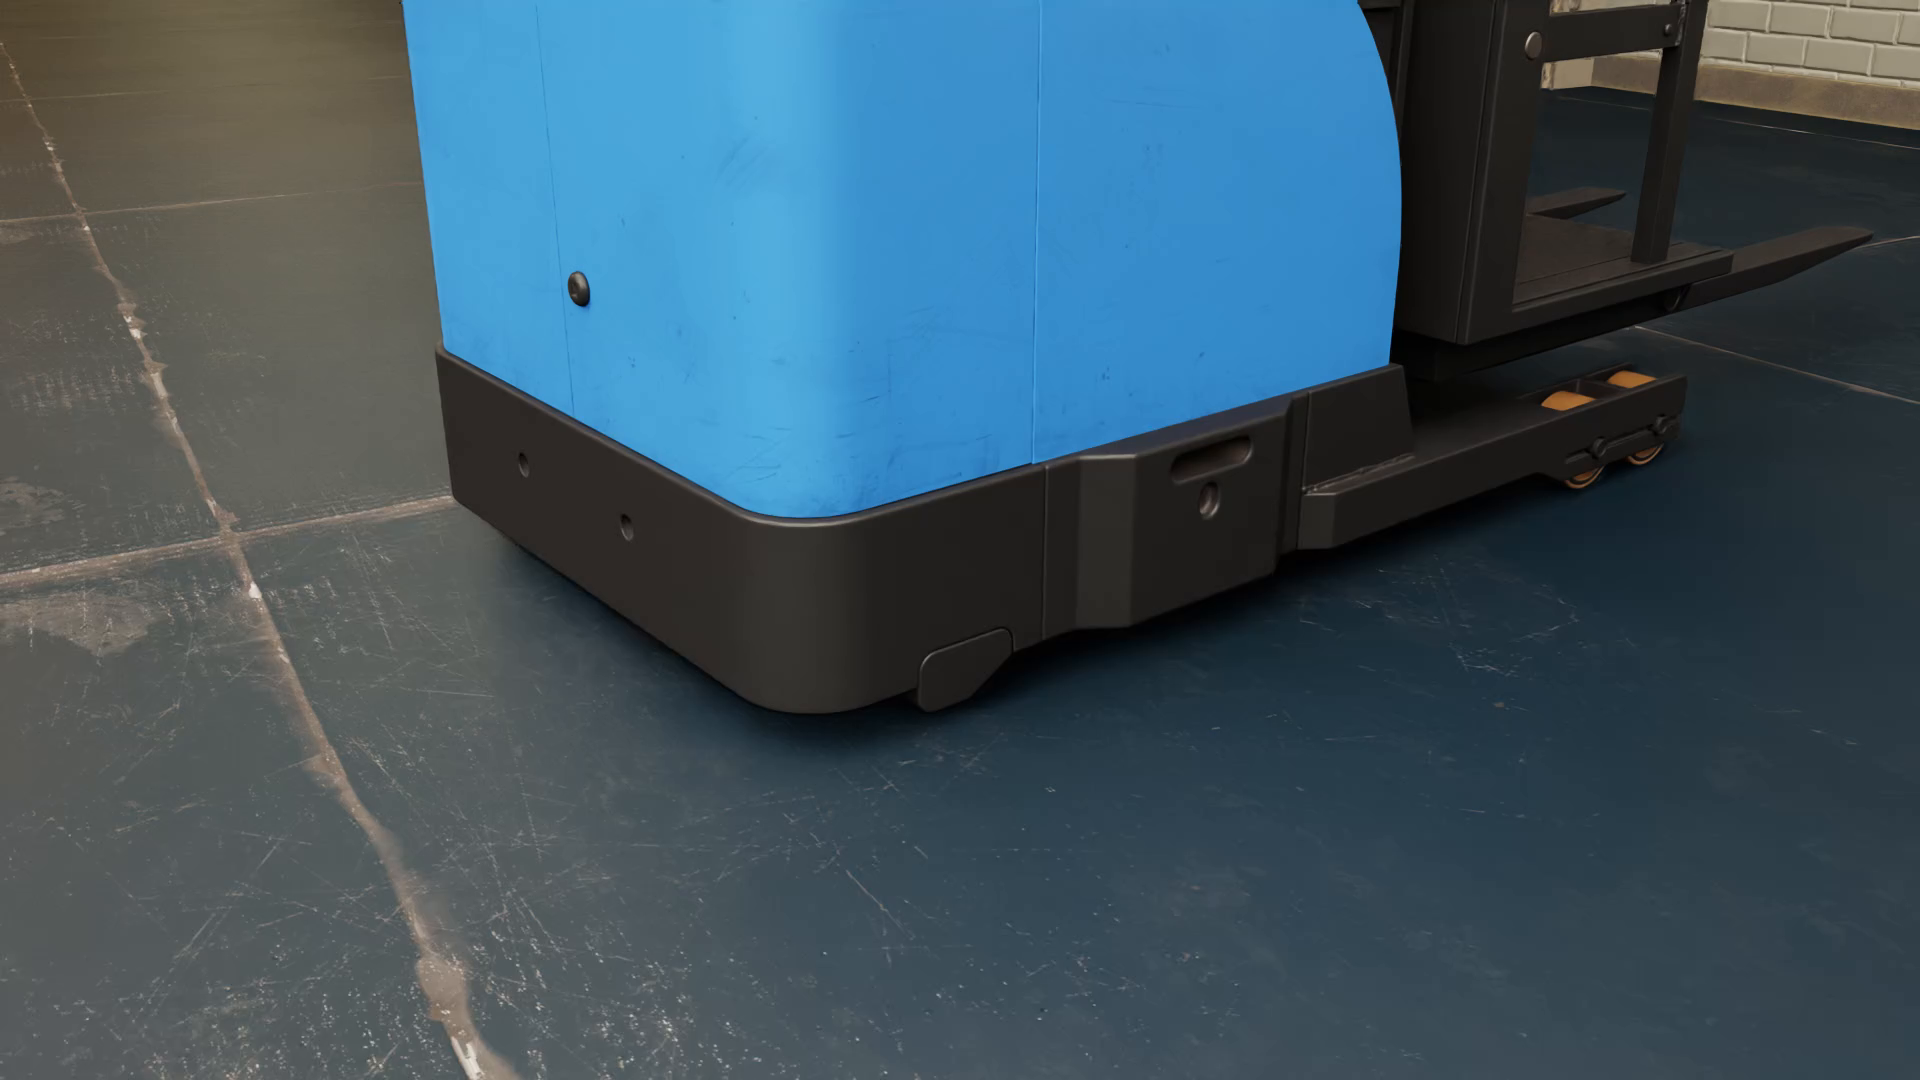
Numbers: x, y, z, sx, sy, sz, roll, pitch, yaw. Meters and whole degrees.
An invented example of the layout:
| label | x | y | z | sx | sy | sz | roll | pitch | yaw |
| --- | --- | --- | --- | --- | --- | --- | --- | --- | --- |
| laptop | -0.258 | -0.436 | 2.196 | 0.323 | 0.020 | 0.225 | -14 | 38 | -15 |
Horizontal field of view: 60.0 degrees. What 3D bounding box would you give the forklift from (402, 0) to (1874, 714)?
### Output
| label | x | y | z | sx | sy | sz | roll | pitch | yaw |
| --- | --- | --- | --- | --- | --- | --- | --- | --- | --- |
| forklift | 0.664 | -1.583 | 2.630 | 3.031 | 2.935 | 1.130 | -17 | 28 | -35 |
